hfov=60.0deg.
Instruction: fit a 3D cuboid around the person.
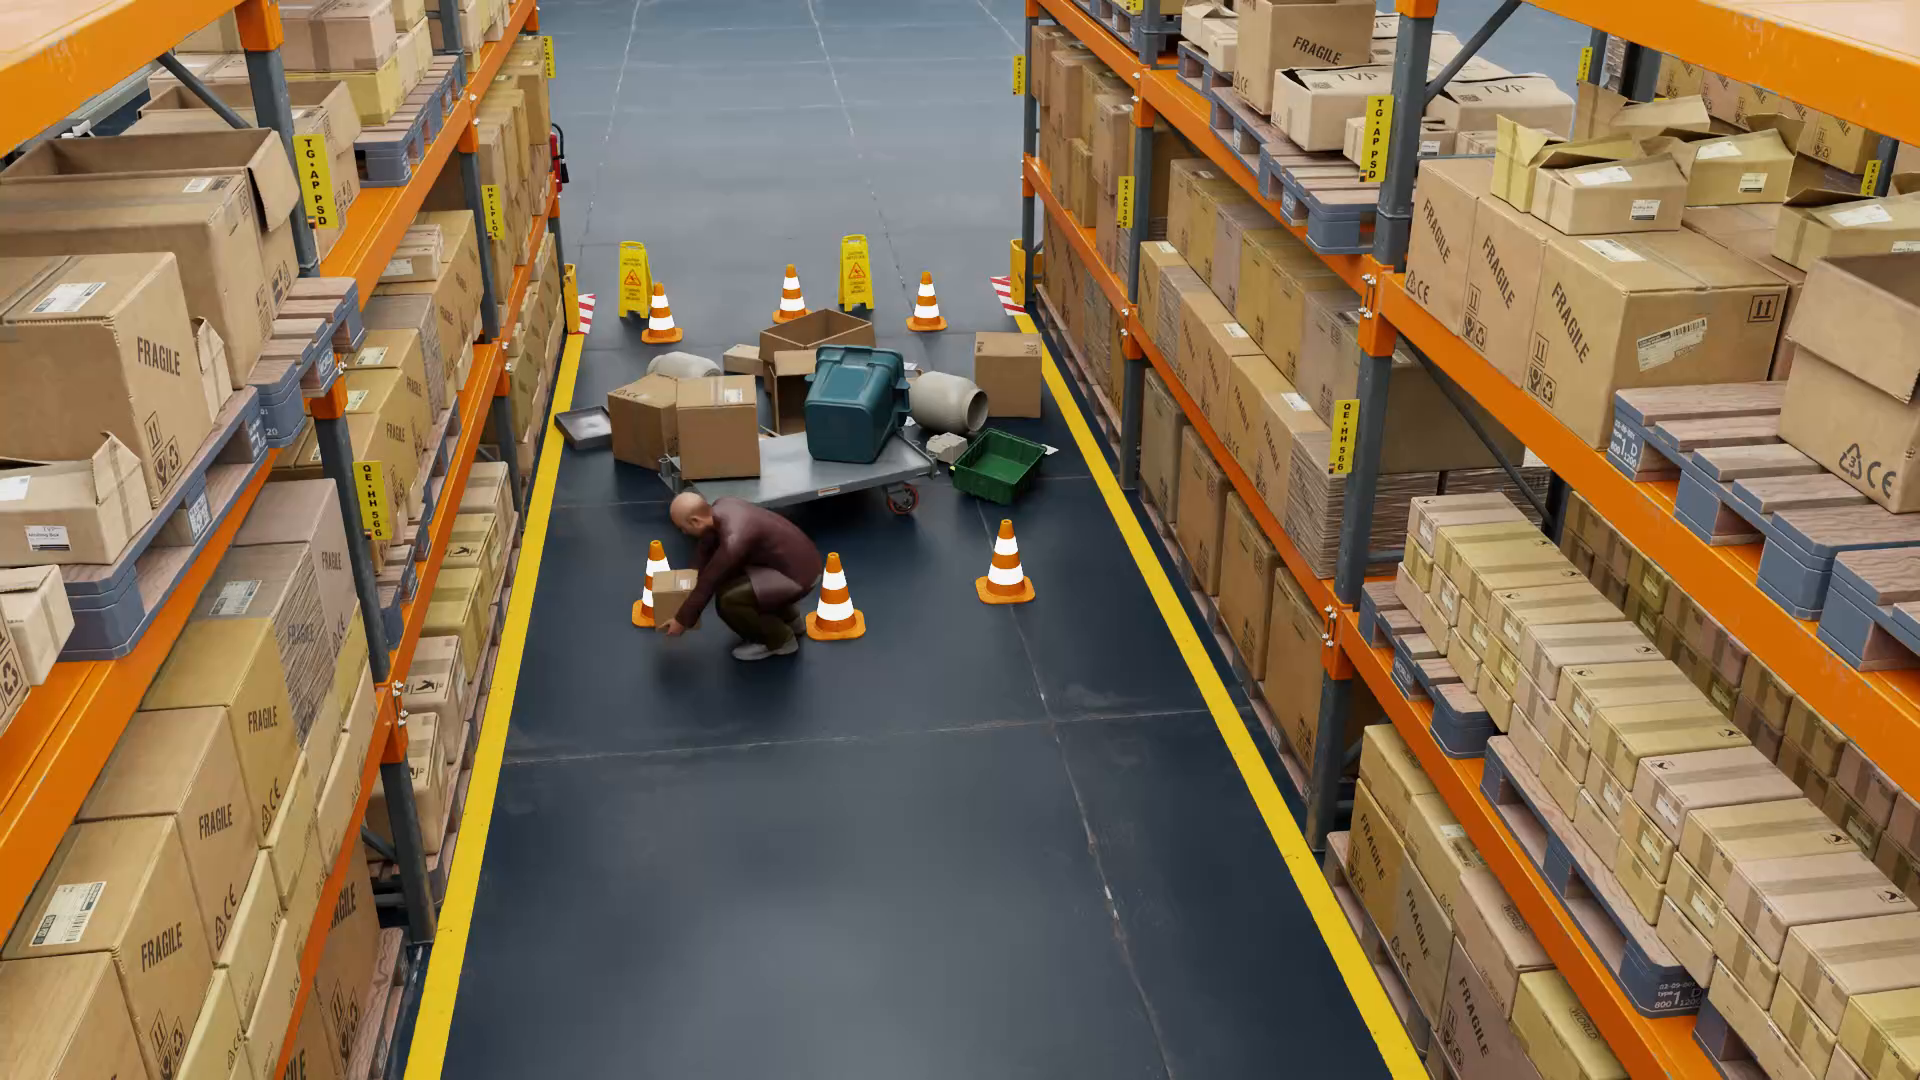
[{"bbox_3d":[-1.218,0.157,9.192,0.930,1.001,0.580,-4,27,-8],"label":"person"}]
